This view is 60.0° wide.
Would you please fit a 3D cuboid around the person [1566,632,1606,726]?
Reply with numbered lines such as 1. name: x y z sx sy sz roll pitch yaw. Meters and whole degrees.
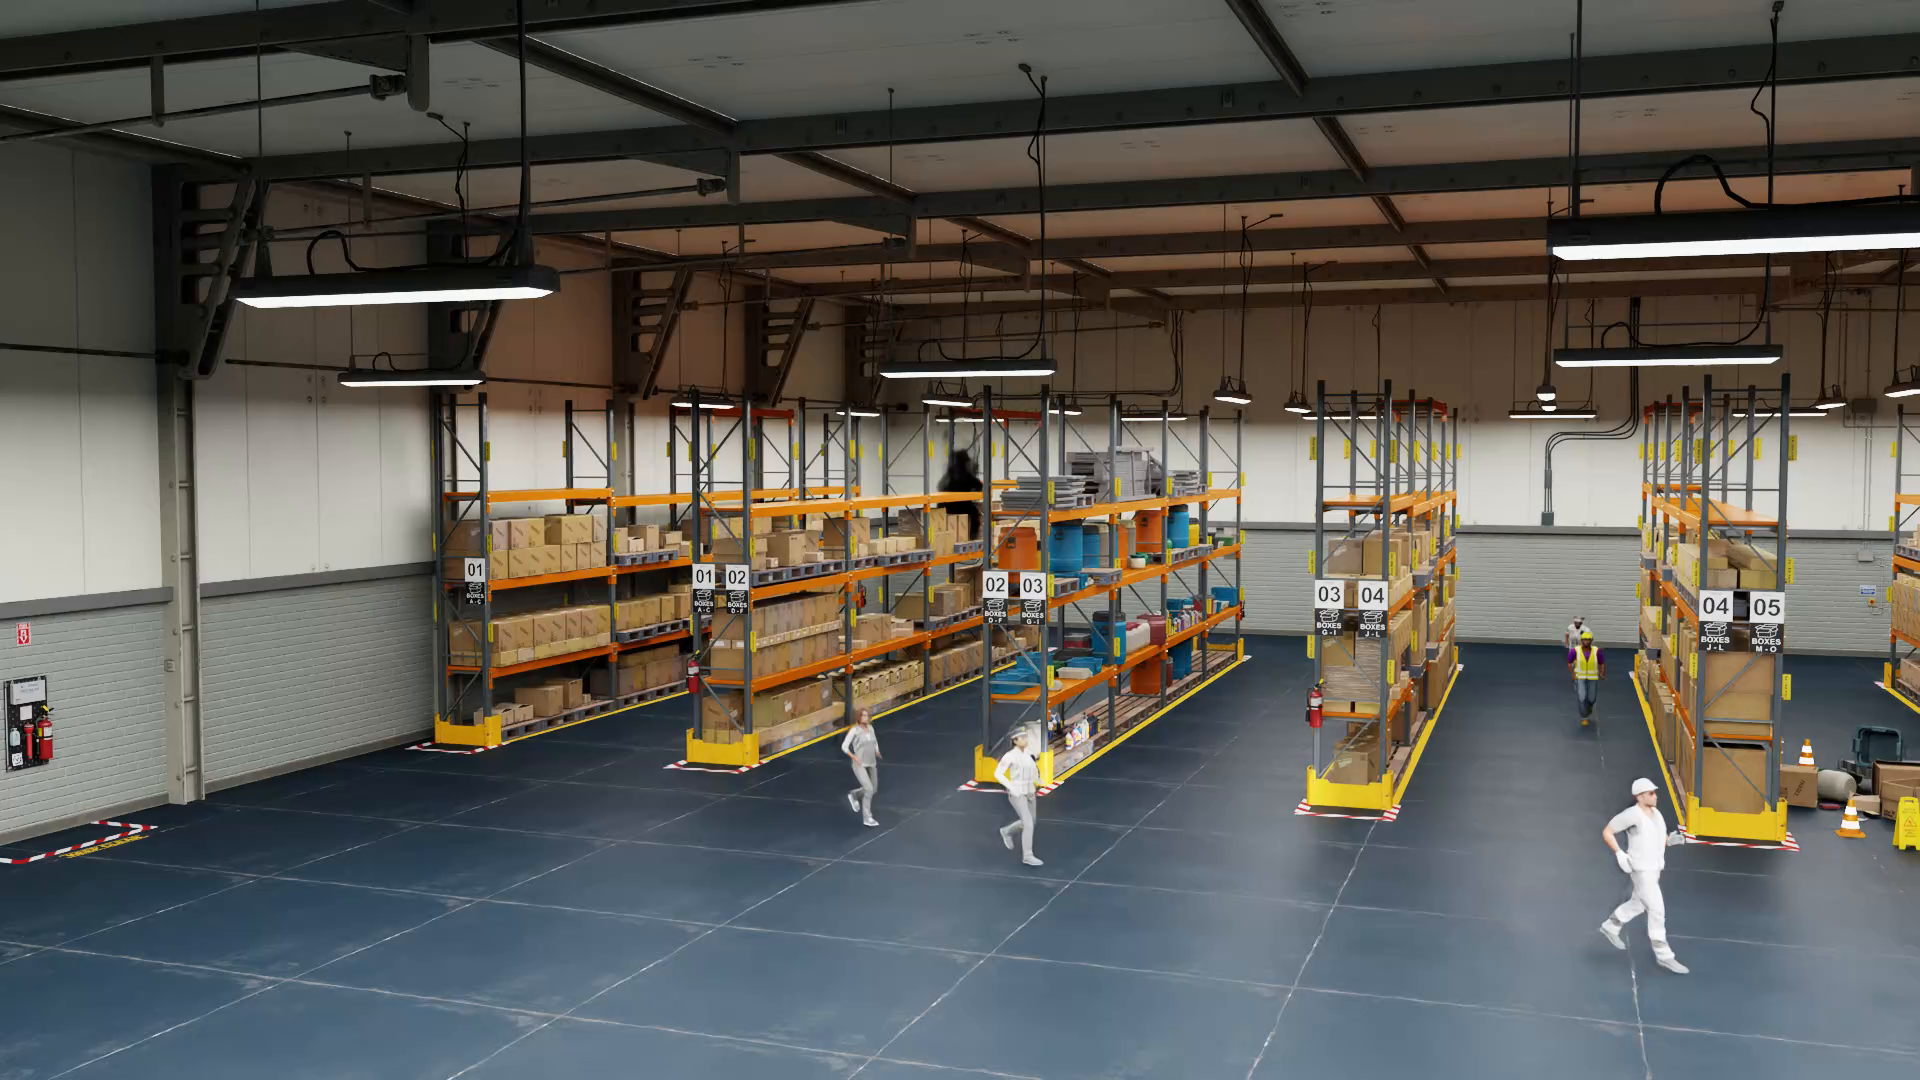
1. person: 11.467 2.529 30.507 0.682 1.713 0.622 1 3 14

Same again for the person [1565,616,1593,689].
1. person: 13.186 2.372 35.380 0.581 1.601 0.960 2 4 31

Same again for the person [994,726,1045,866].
1. person: 0.736 3.090 20.245 0.625 1.660 0.726 -3 4 -44

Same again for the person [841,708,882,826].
1. person: -1.328 3.032 22.341 0.542 1.552 0.680 -3 4 -42

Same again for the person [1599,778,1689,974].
1. person: 6.662 3.212 16.185 0.659 1.787 0.980 -3 4 -40
